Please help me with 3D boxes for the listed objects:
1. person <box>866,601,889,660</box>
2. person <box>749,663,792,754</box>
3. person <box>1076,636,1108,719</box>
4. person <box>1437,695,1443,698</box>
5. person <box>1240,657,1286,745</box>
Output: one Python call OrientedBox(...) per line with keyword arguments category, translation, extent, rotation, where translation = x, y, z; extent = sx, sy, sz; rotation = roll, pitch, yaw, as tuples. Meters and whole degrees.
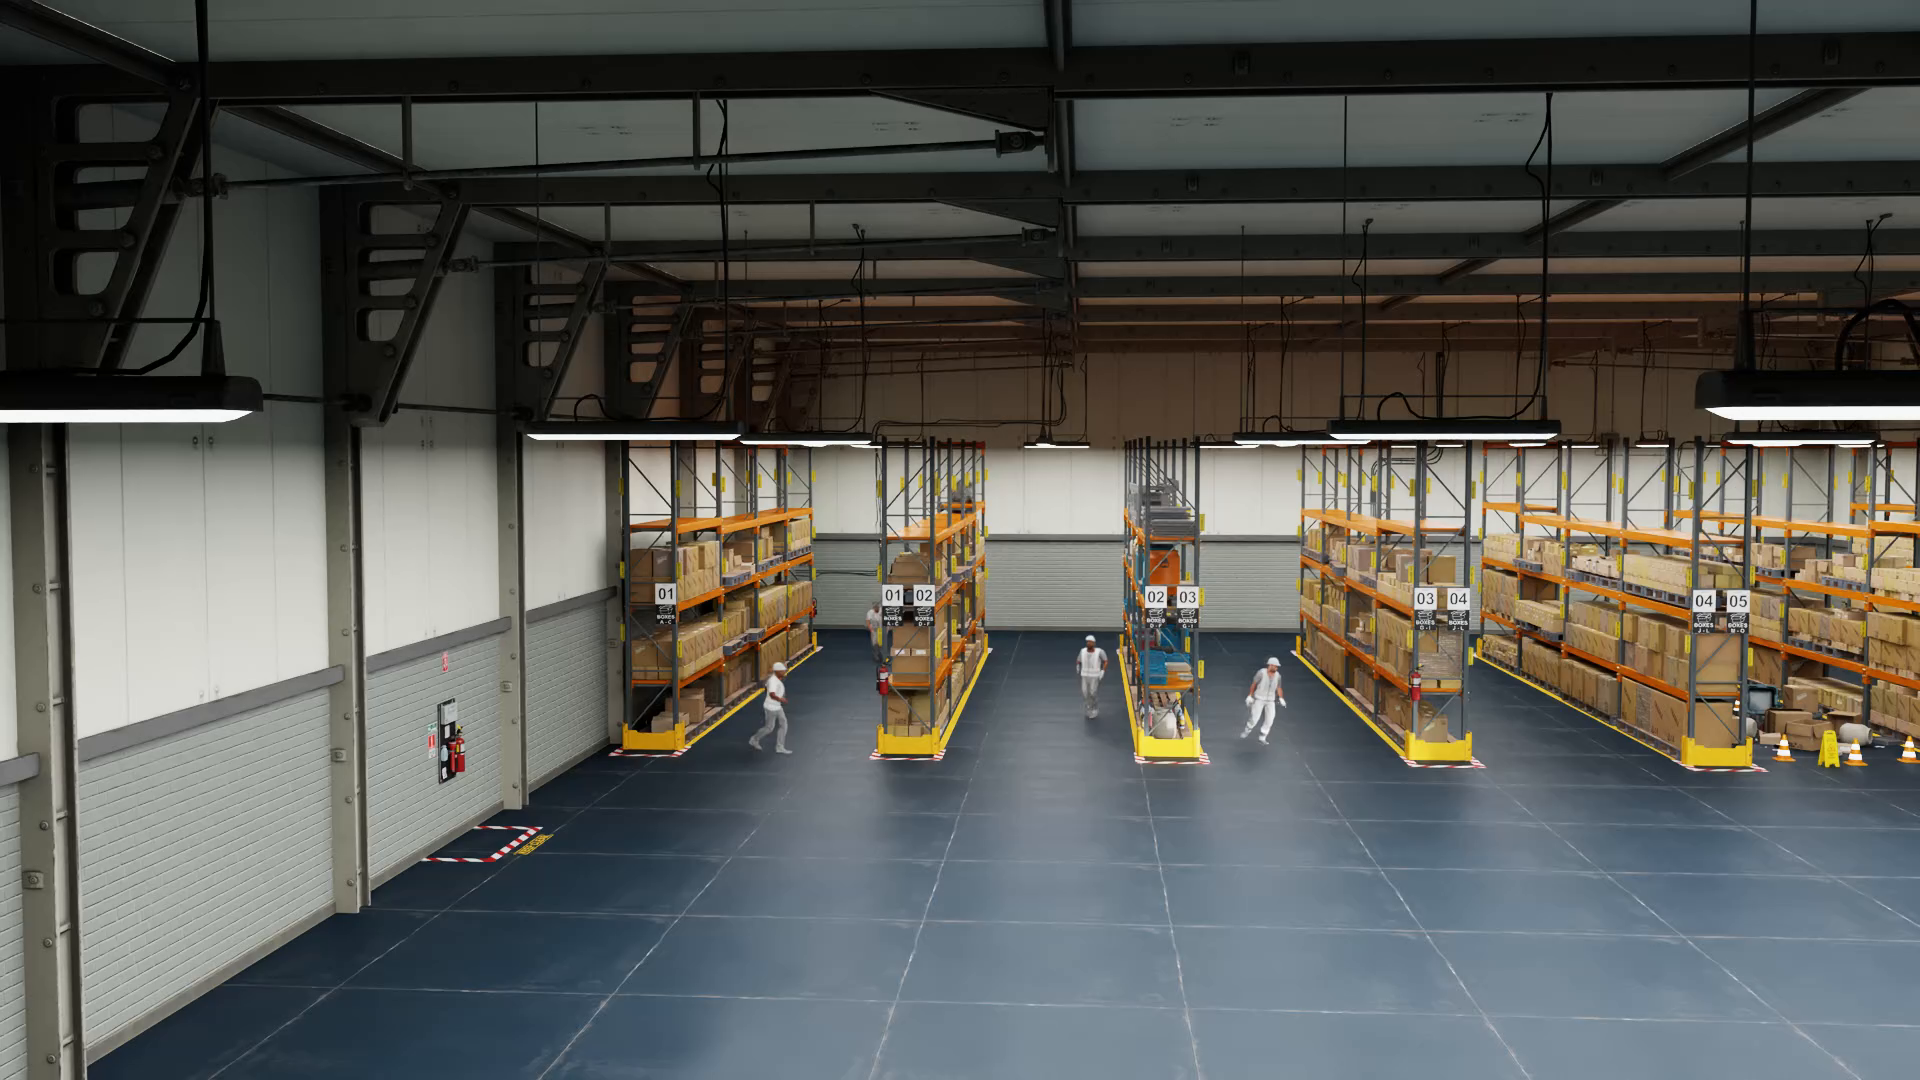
OrientedBox(category="person", translation=(-2.268, 2.473, 45.701), extent=(0.675, 1.629, 0.845), rotation=(-1, 3, -15))
OrientedBox(category="person", translation=(-3.587, 3.168, 31.311), extent=(0.867, 1.722, 0.663), rotation=(1, 3, 11))
OrientedBox(category="person", translation=(2.772, 2.937, 35.522), extent=(0.666, 1.777, 0.618), rotation=(1, 3, 24))
OrientedBox(category="person", translation=(11.227, 2.854, 38.533), extent=(0.685, 1.559, 1.103), rotation=(1, 3, 14))
OrientedBox(category="person", translation=(5.912, 3.121, 32.391), extent=(0.798, 1.723, 0.705), rotation=(-1, 3, -13))
